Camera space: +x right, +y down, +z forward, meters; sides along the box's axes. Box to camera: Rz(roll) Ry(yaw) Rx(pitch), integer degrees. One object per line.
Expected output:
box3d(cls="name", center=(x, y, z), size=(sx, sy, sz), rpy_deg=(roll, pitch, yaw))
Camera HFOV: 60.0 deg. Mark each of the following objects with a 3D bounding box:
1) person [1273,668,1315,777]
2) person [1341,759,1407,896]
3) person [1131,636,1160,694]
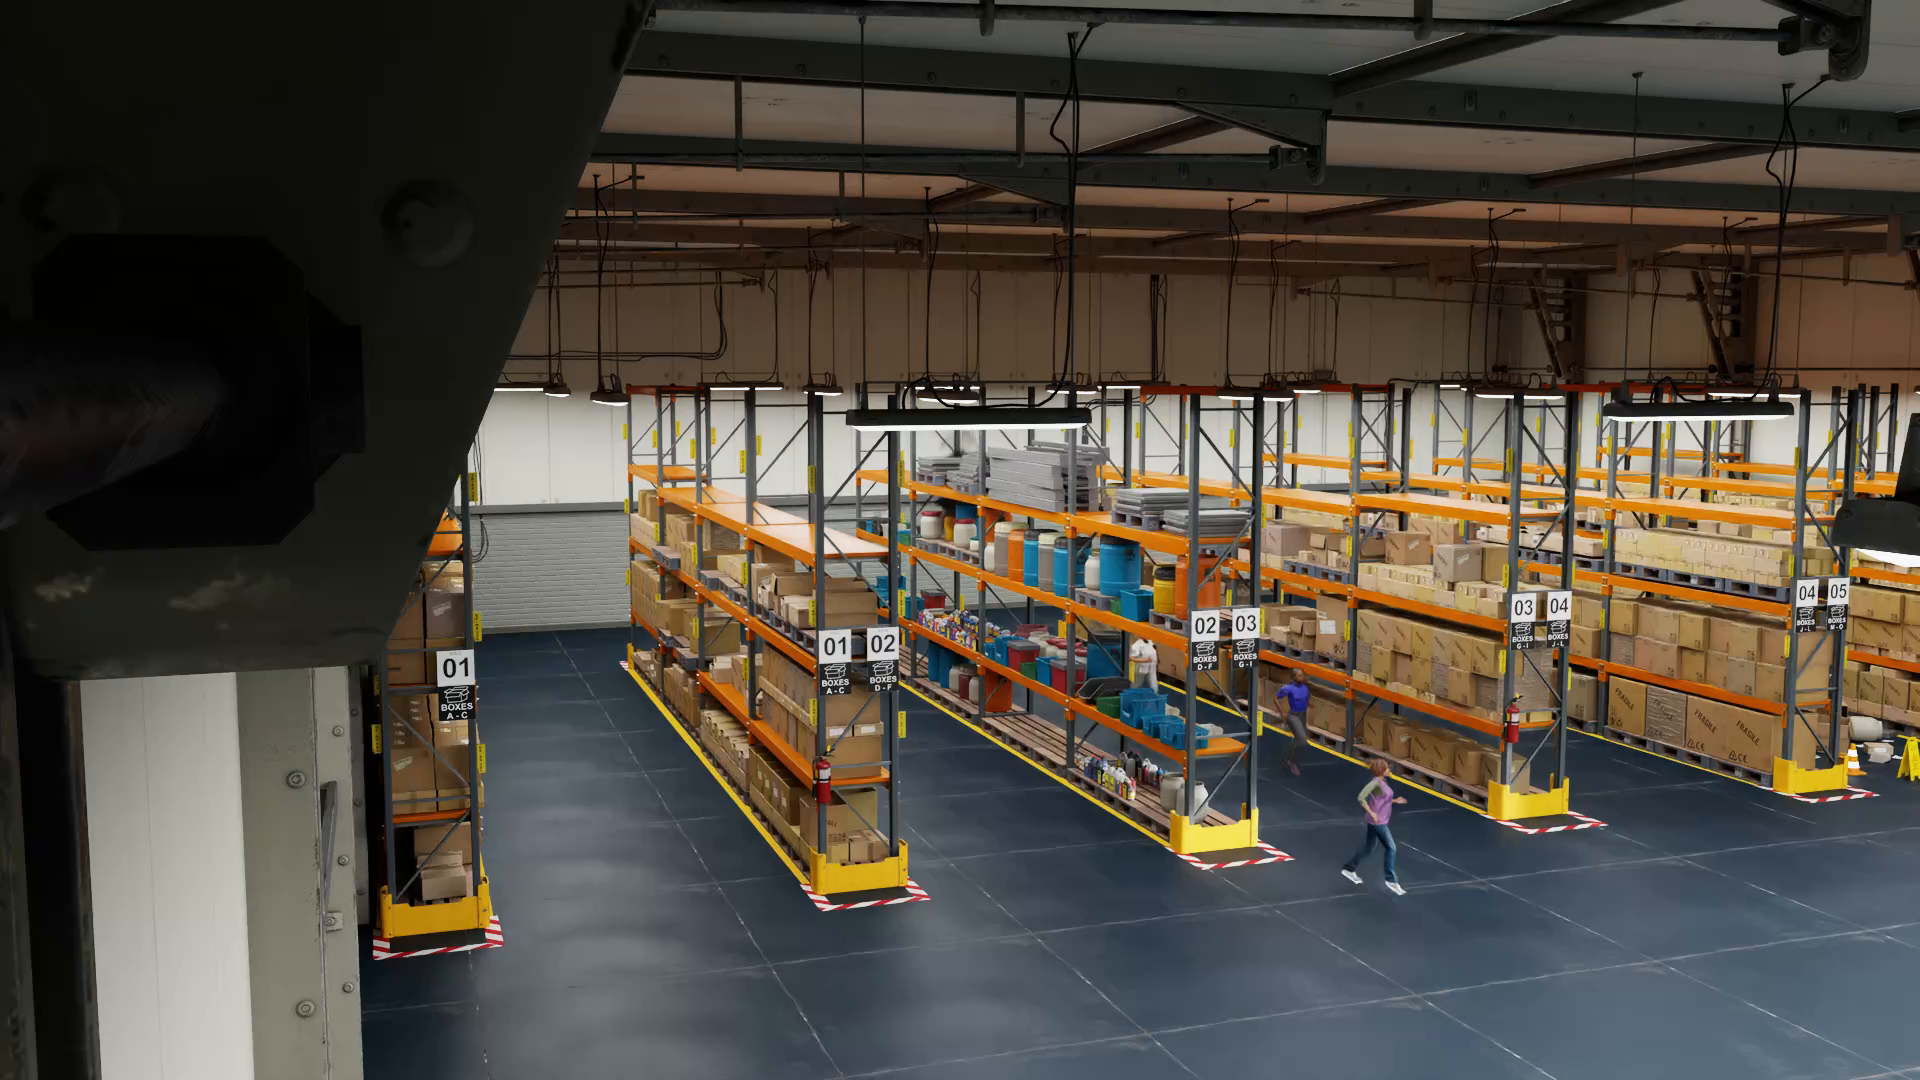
box3d(cls="person", center=(5.263, 2.848, 25.948), size=(0.542, 1.674, 0.698), rpy_deg=(-5, 7, -38))
box3d(cls="person", center=(5.025, 3.456, 20.145), size=(0.766, 1.638, 0.527), rpy_deg=(2, 6, 14))
box3d(cls="person", center=(3.313, 2.407, 30.090), size=(0.612, 1.709, 0.896), rpy_deg=(-2, 6, -21))
